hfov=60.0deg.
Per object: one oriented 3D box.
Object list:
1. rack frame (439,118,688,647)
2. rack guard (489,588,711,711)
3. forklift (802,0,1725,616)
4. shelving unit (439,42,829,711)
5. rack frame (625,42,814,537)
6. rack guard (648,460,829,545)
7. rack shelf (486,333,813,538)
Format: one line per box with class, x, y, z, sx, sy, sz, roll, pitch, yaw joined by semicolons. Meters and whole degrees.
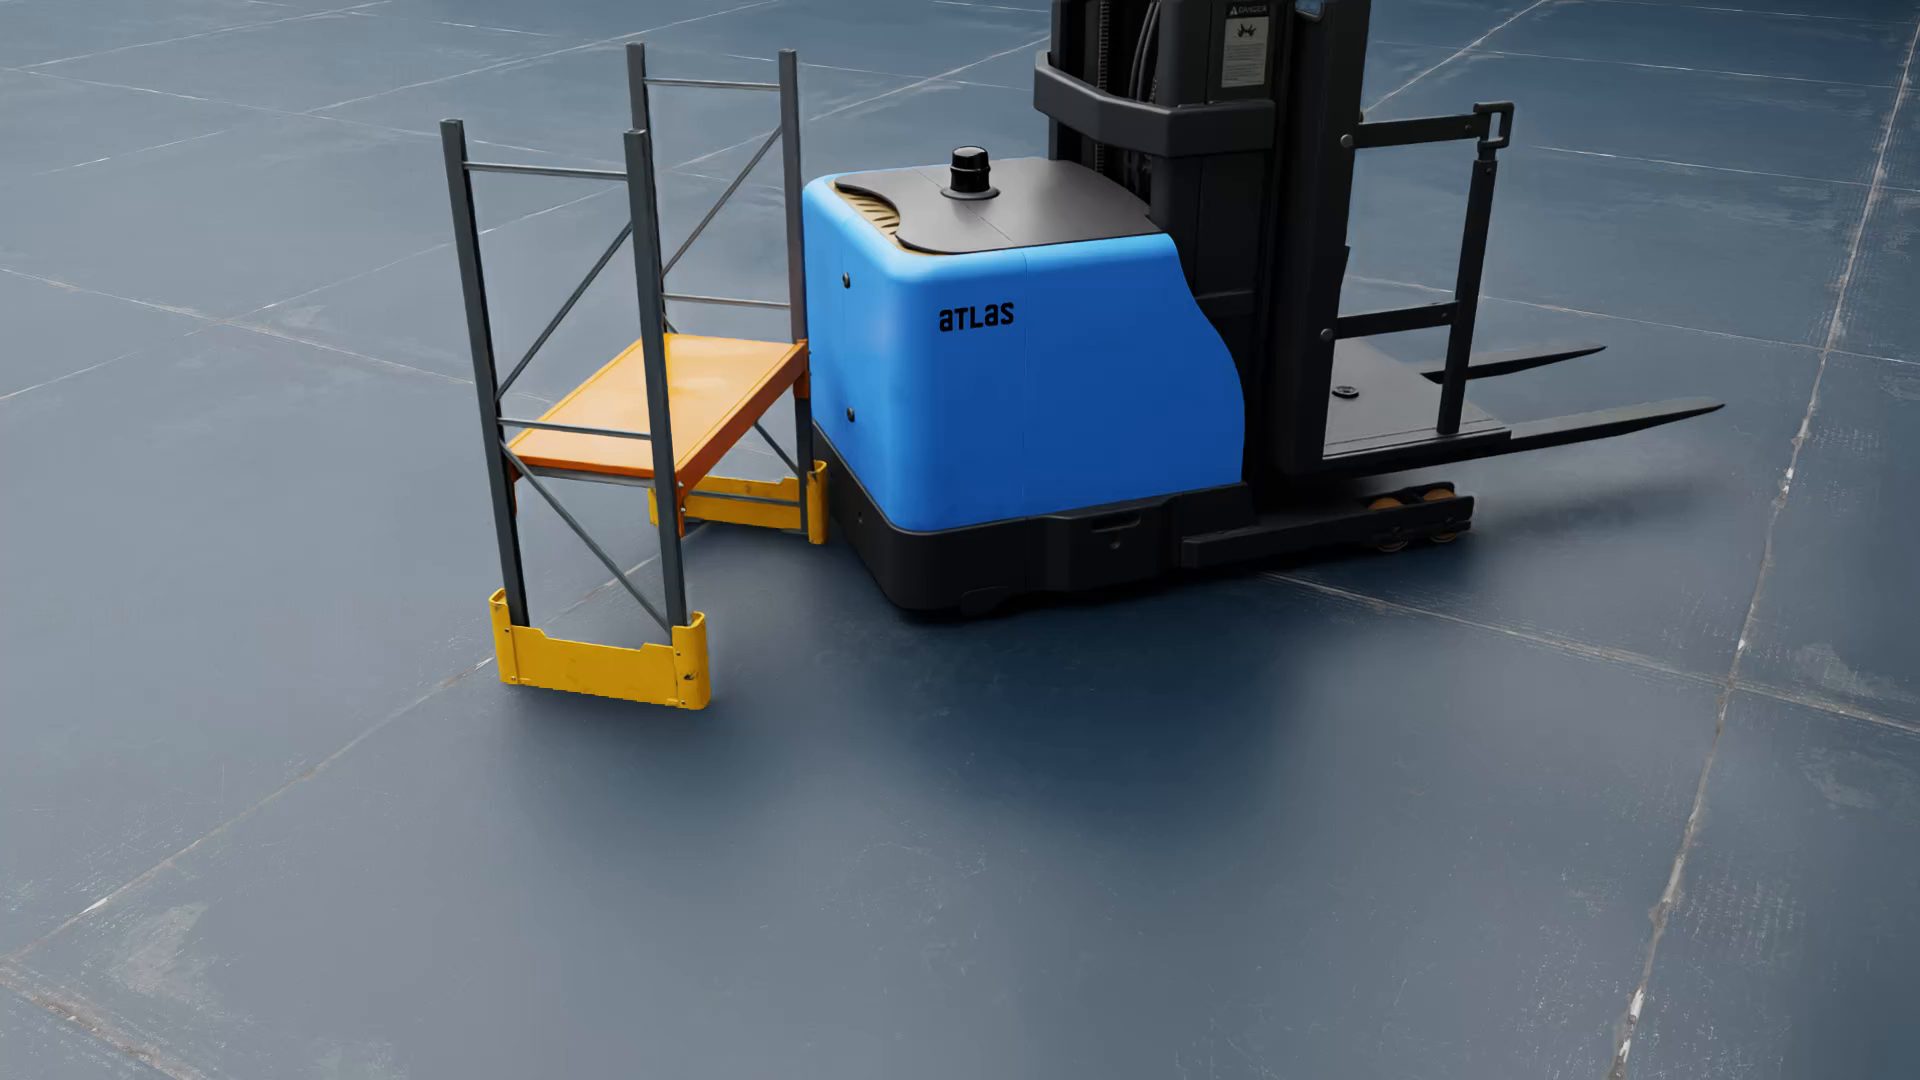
rack frame;-0.951;-0.271;4.116;0.500;1.500;0.032;6;27;13
rack guard;-0.951;0.287;4.397;0.587;0.250;0.087;6;27;13
forklift;1.079;-1.485;4.943;3.031;2.935;1.130;-9;28;-18
shelving unit;-0.828;-0.488;4.549;0.587;1.500;1.083;6;27;13
rack frame;-0.701;-0.712;4.997;0.500;1.500;0.032;6;27;13
rack guard;-0.706;-0.145;5.260;0.587;0.250;0.087;6;27;13
rack shelf;-0.826;-0.331;4.637;0.538;0.185;1.000;6;27;13
